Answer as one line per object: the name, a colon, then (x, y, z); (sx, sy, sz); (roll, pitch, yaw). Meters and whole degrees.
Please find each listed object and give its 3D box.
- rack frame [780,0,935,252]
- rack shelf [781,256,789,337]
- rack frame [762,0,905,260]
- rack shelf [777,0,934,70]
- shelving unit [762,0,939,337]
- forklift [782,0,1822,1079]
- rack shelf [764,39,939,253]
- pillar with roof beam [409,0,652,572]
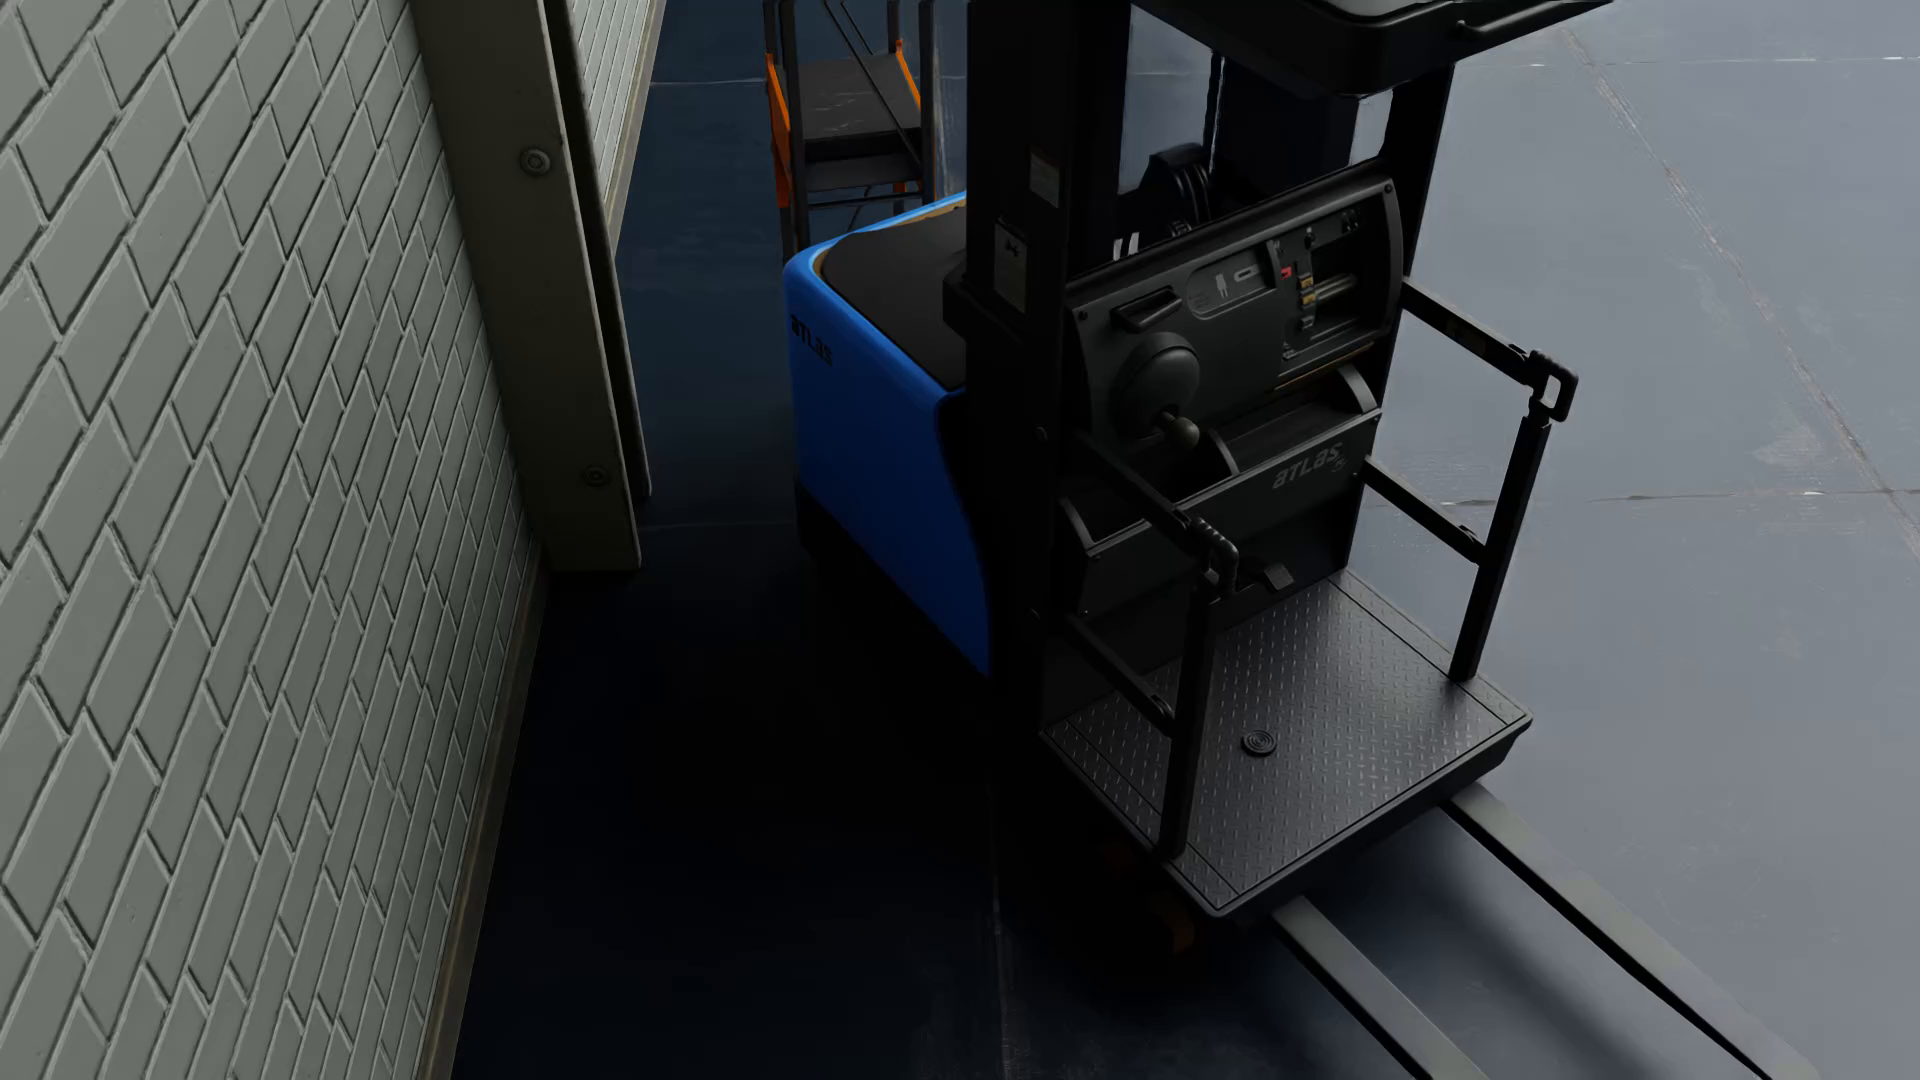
rack frame: (-0.269, -0.964, 4.748); (0.400, 2.100, 0.015); (-9, 43, -9)
rack shelf: (-0.322, -0.599, 5.406); (0.431, 0.518, 0.480); (-9, 43, -9)
rack frame: (-0.375, -1.286, 5.099); (0.400, 2.100, 0.015); (-9, 43, -9)
rack shelf: (-0.322, -1.631, 4.460); (0.431, 0.518, 0.480); (-9, 43, -9)
shelving unit: (-0.322, -1.125, 4.924); (0.431, 2.100, 0.503); (-9, 43, -9)
forklift: (0.753, -0.425, 3.544); (1.130, 2.935, 3.031); (-25, 48, -25)
rack shelf: (-0.322, -1.115, 4.933); (0.431, 0.518, 0.480); (-9, 43, -9)
pillar with roof beam: (3.147, -3.481, 2.388); (9.100, 9.000, 0.400); (-2, 43, -2)
